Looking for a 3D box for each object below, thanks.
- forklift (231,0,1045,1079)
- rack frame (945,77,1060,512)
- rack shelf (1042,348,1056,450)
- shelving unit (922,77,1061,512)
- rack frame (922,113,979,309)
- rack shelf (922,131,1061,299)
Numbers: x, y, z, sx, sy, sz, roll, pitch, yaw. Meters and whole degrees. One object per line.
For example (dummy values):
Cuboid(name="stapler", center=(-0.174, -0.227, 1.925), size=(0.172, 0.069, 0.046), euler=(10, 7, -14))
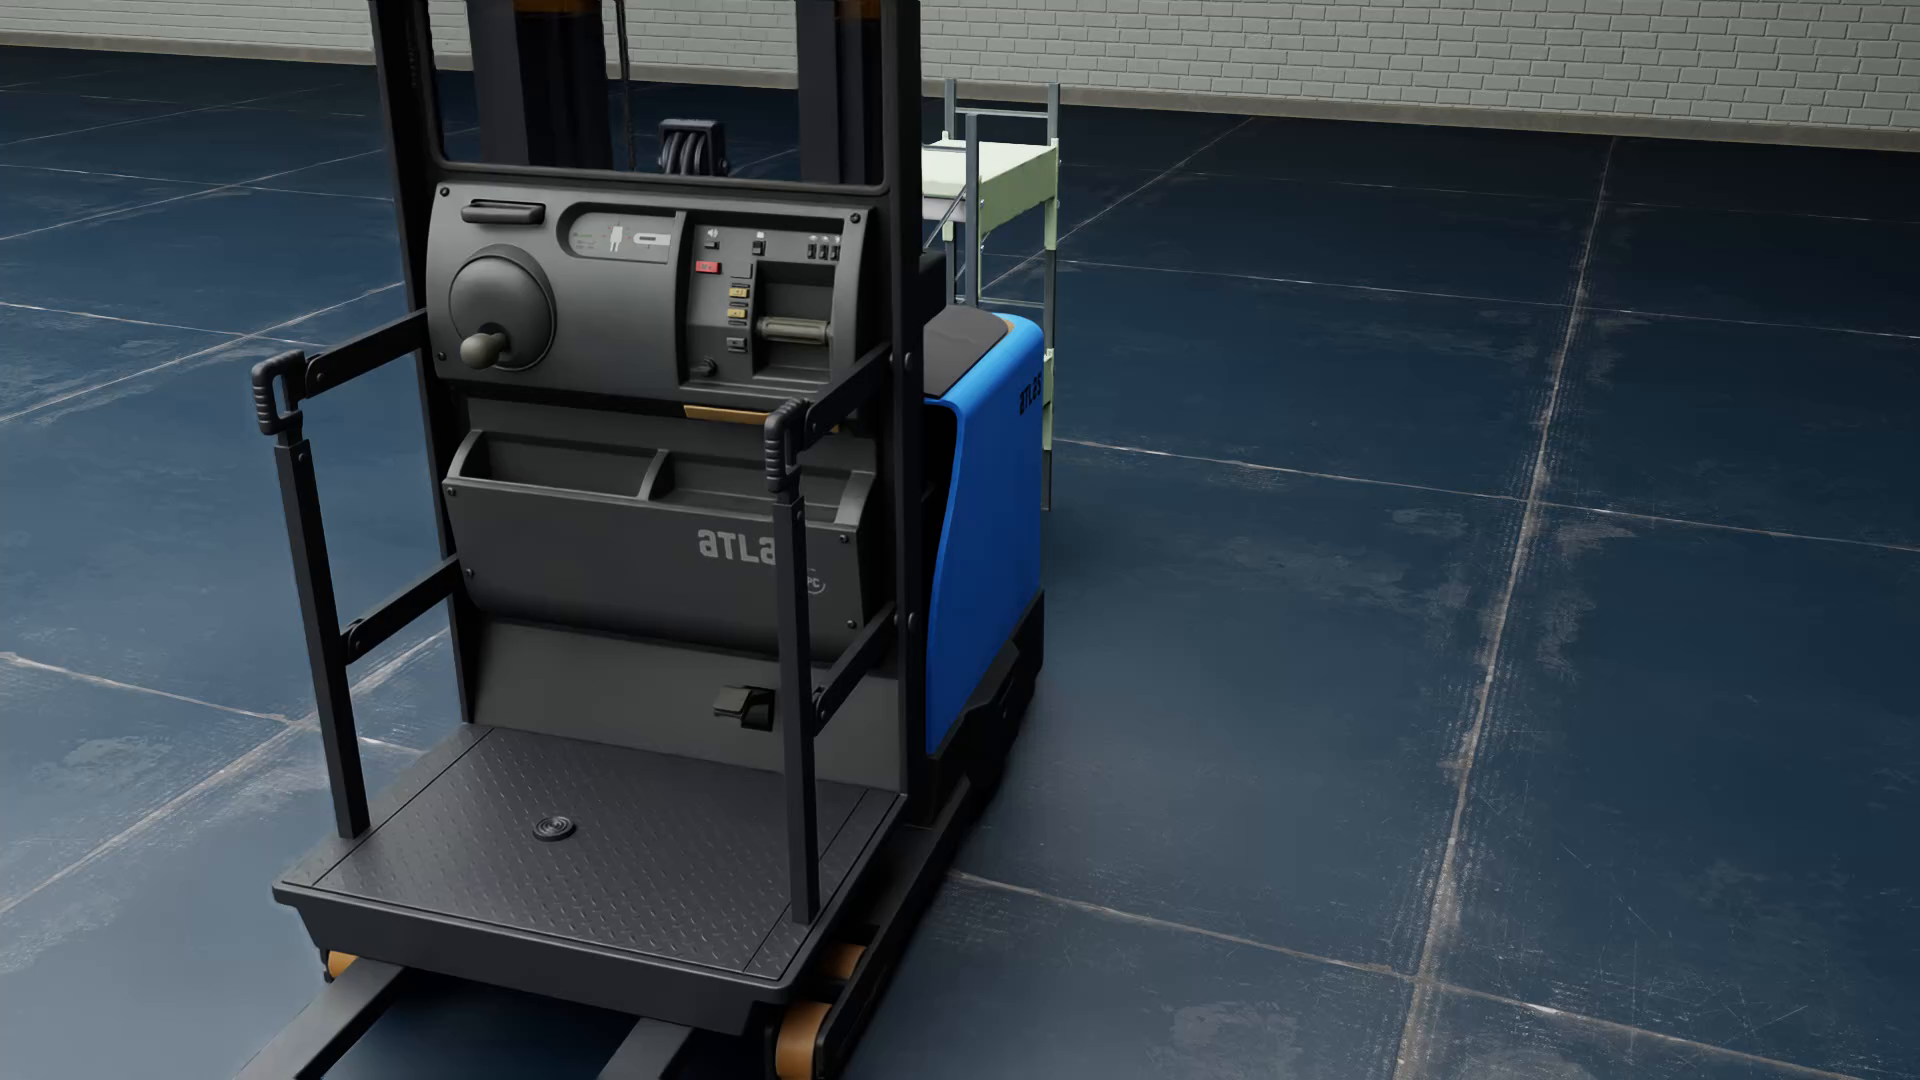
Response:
Cuboid(name="forklift", center=(-0.685, -0.467, 3.065), size=(1.130, 2.935, 3.031), euler=(7, 24, 16))
Cuboid(name="rack frame", center=(0.138, -0.825, 5.780), size=(0.400, 1.500, 0.023), euler=(9, 24, 20))
Cuboid(name="rack shelf", center=(0.002, -0.394, 5.592), size=(0.431, 0.370, 0.720), euler=(9, 24, 20))
Cuboid(name="shelving unit", center=(0.002, -0.694, 5.467), size=(0.431, 1.500, 0.755), euler=(9, 24, 20))
Cuboid(name="rack frame", center=(-0.133, -0.563, 5.153), size=(0.400, 1.500, 0.023), euler=(9, 24, 20))
Cuboid(name="rack shelf", center=(0.002, -1.055, 5.316), size=(0.431, 0.370, 0.720), euler=(9, 24, 20))
